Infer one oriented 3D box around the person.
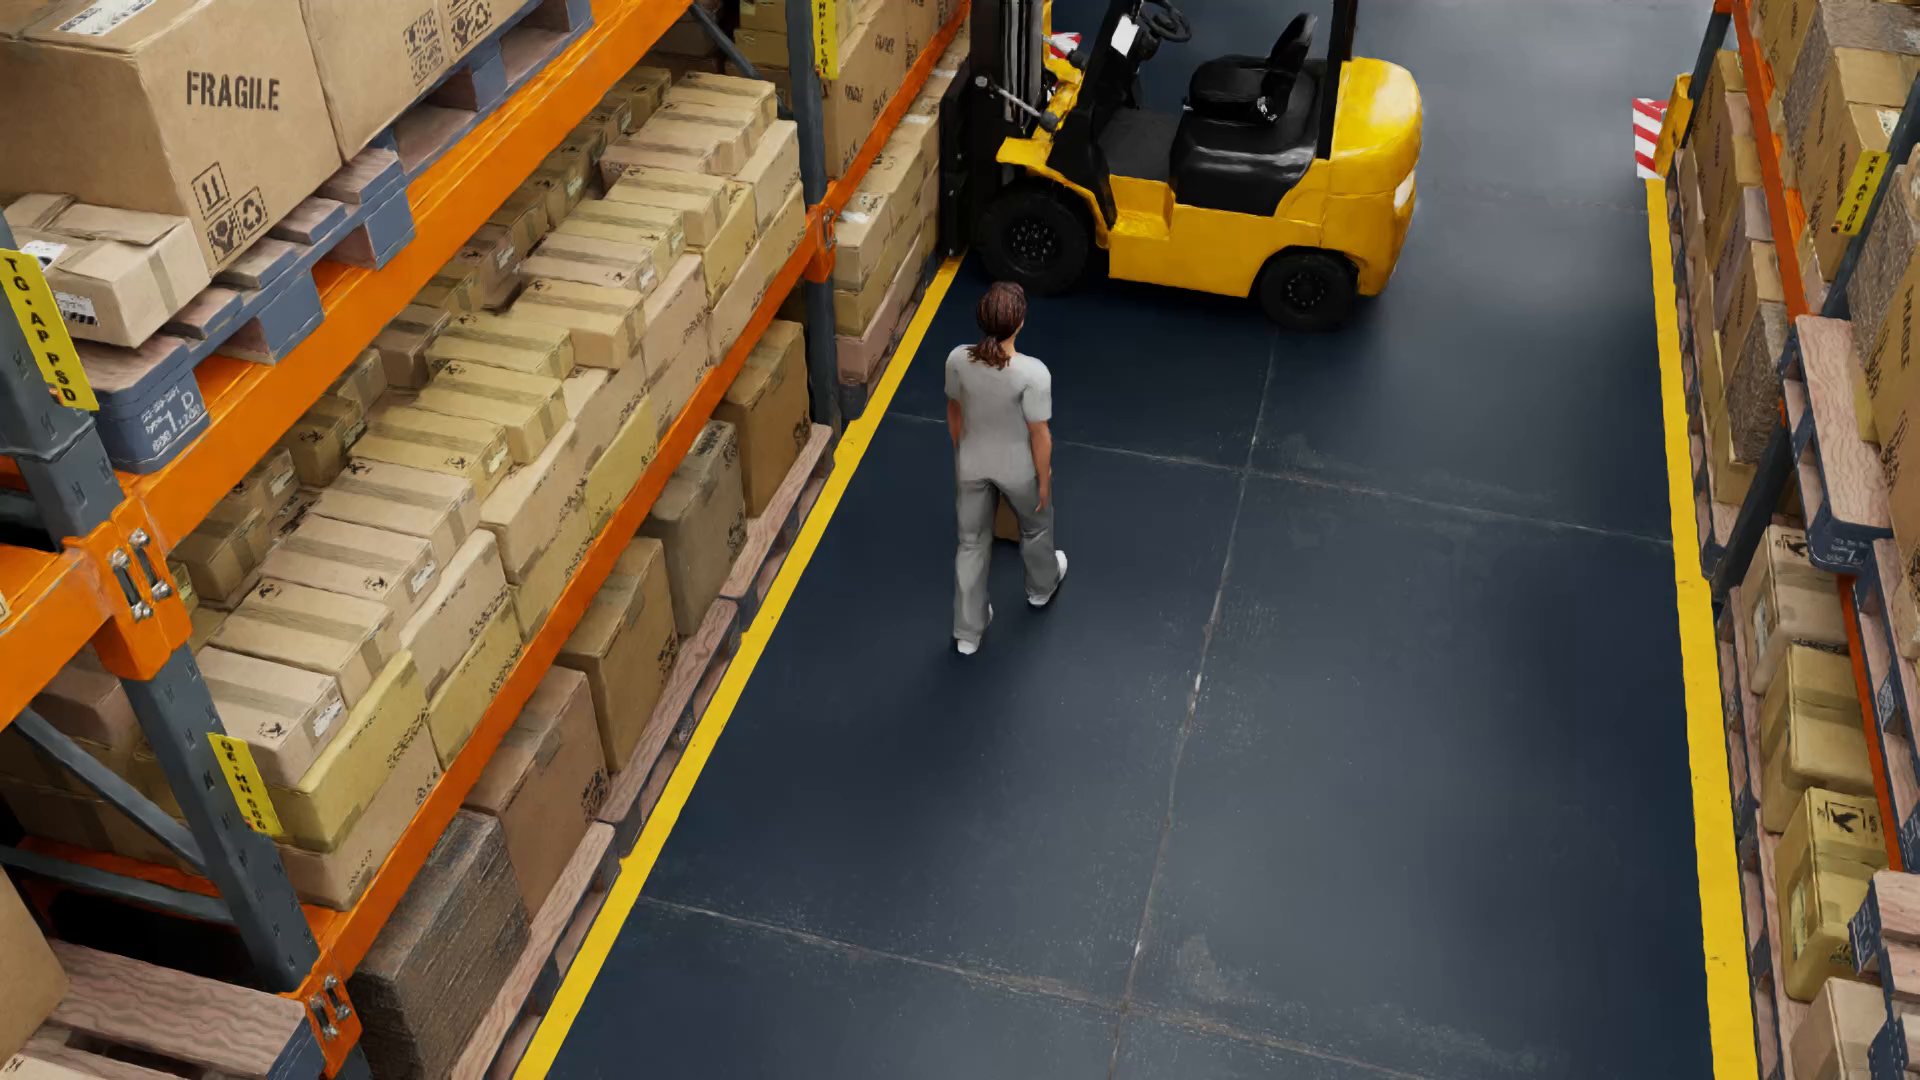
[{"bbox_3d":[0.183,-0.343,6.543,0.440,1.660,0.682,13,43,14],"label":"person"}]
